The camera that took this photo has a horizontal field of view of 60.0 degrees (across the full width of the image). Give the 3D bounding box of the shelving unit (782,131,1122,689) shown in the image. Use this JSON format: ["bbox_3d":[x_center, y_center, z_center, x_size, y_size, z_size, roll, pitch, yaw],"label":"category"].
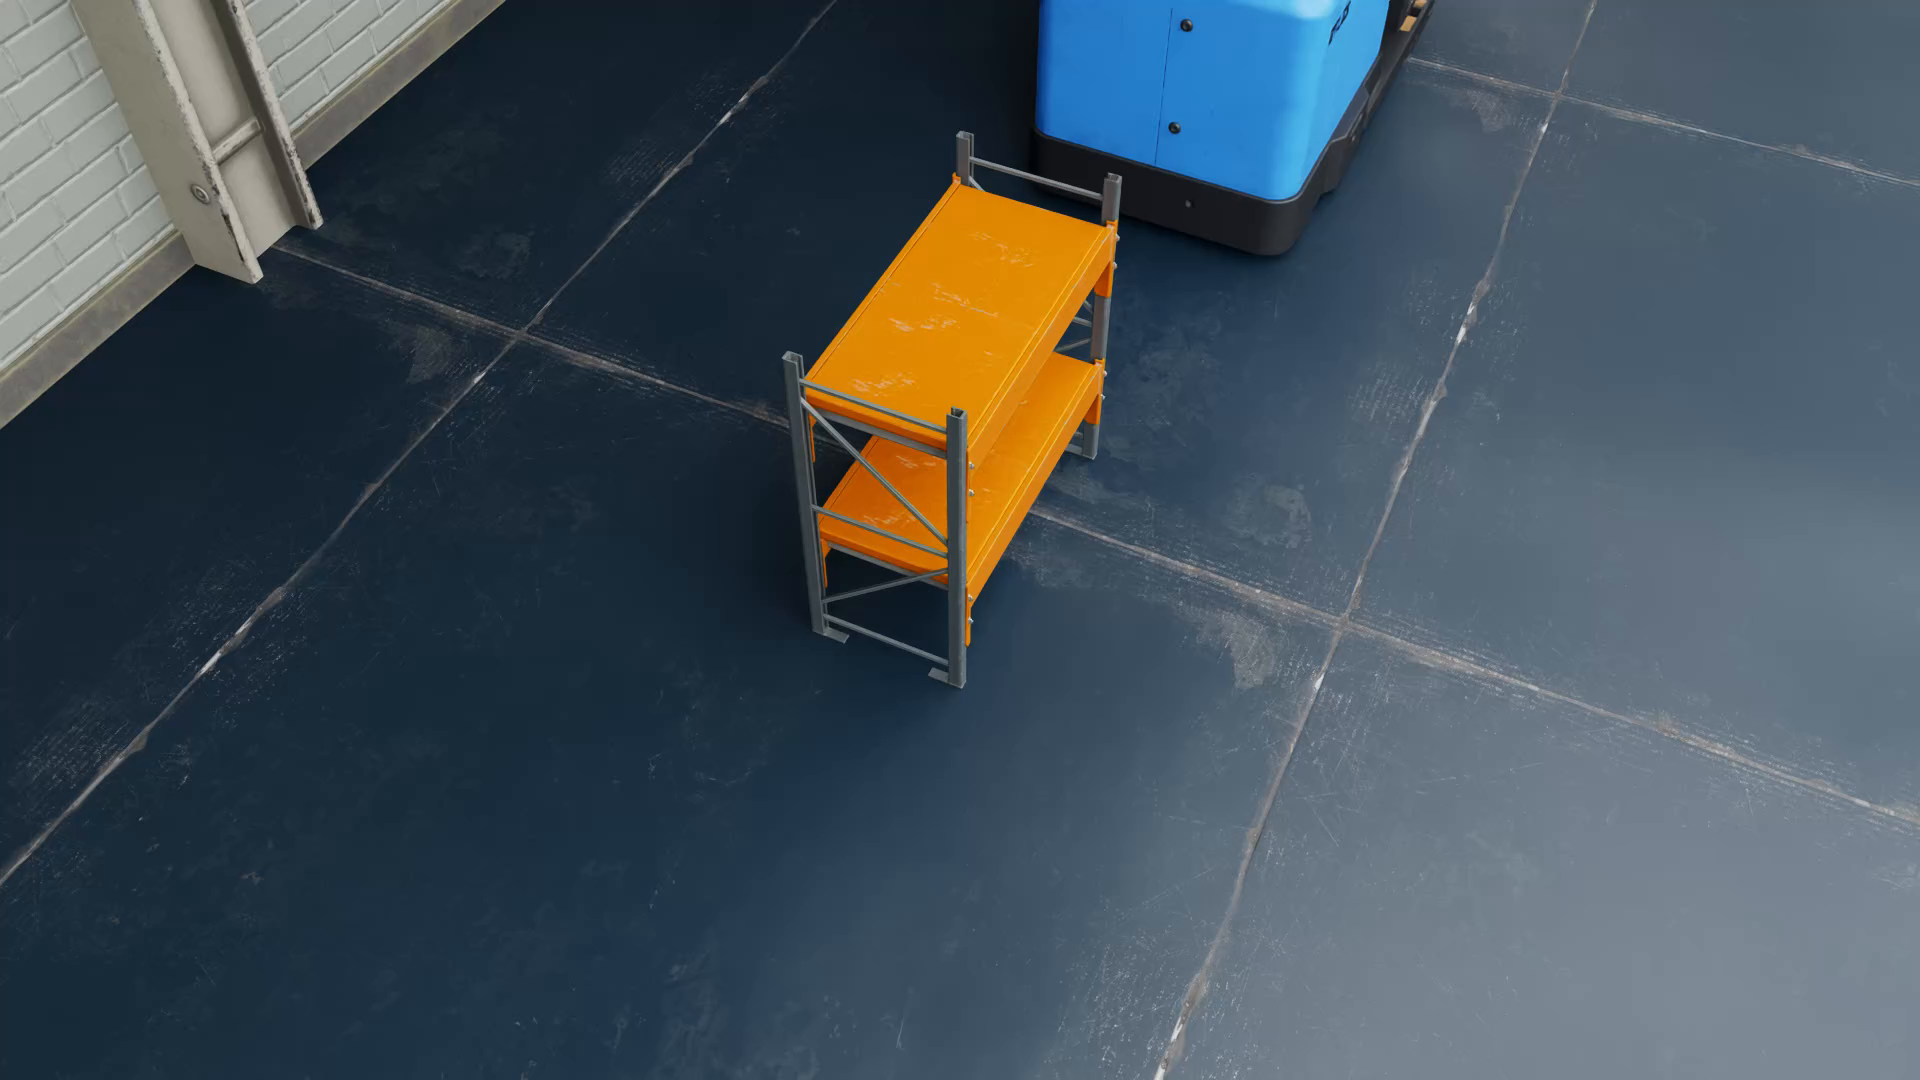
[{"bbox_3d":[0.003,-0.369,4.826,0.538,1.125,1.048,20,52,16],"label":"shelving unit"}]

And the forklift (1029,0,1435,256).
[{"bbox_3d":[1.364,-3.117,5.978,1.130,2.935,3.031,21,53,17],"label":"forklift"}]

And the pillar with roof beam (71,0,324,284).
[{"bbox_3d":[1.273,-2.631,1.580,9.100,9.000,0.400,20,52,16],"label":"pillar with roof beam"}]

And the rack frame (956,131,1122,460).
[{"bbox_3d":[0.220,-0.719,5.123,0.500,1.125,0.032,20,52,16],"label":"rack frame"}]

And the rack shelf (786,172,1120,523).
[{"bbox_3d":[0.003,-0.559,4.603,0.538,0.278,1.000,20,52,16],"label":"rack shelf"}]

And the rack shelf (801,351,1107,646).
[{"bbox_3d":[0.003,-0.211,5.012,0.538,0.278,1.000,20,52,16],"label":"rack shelf"}]

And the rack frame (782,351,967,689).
[{"bbox_3d":[-0.214,-0.019,4.528,0.500,1.125,0.032,20,52,16],"label":"rack frame"}]
